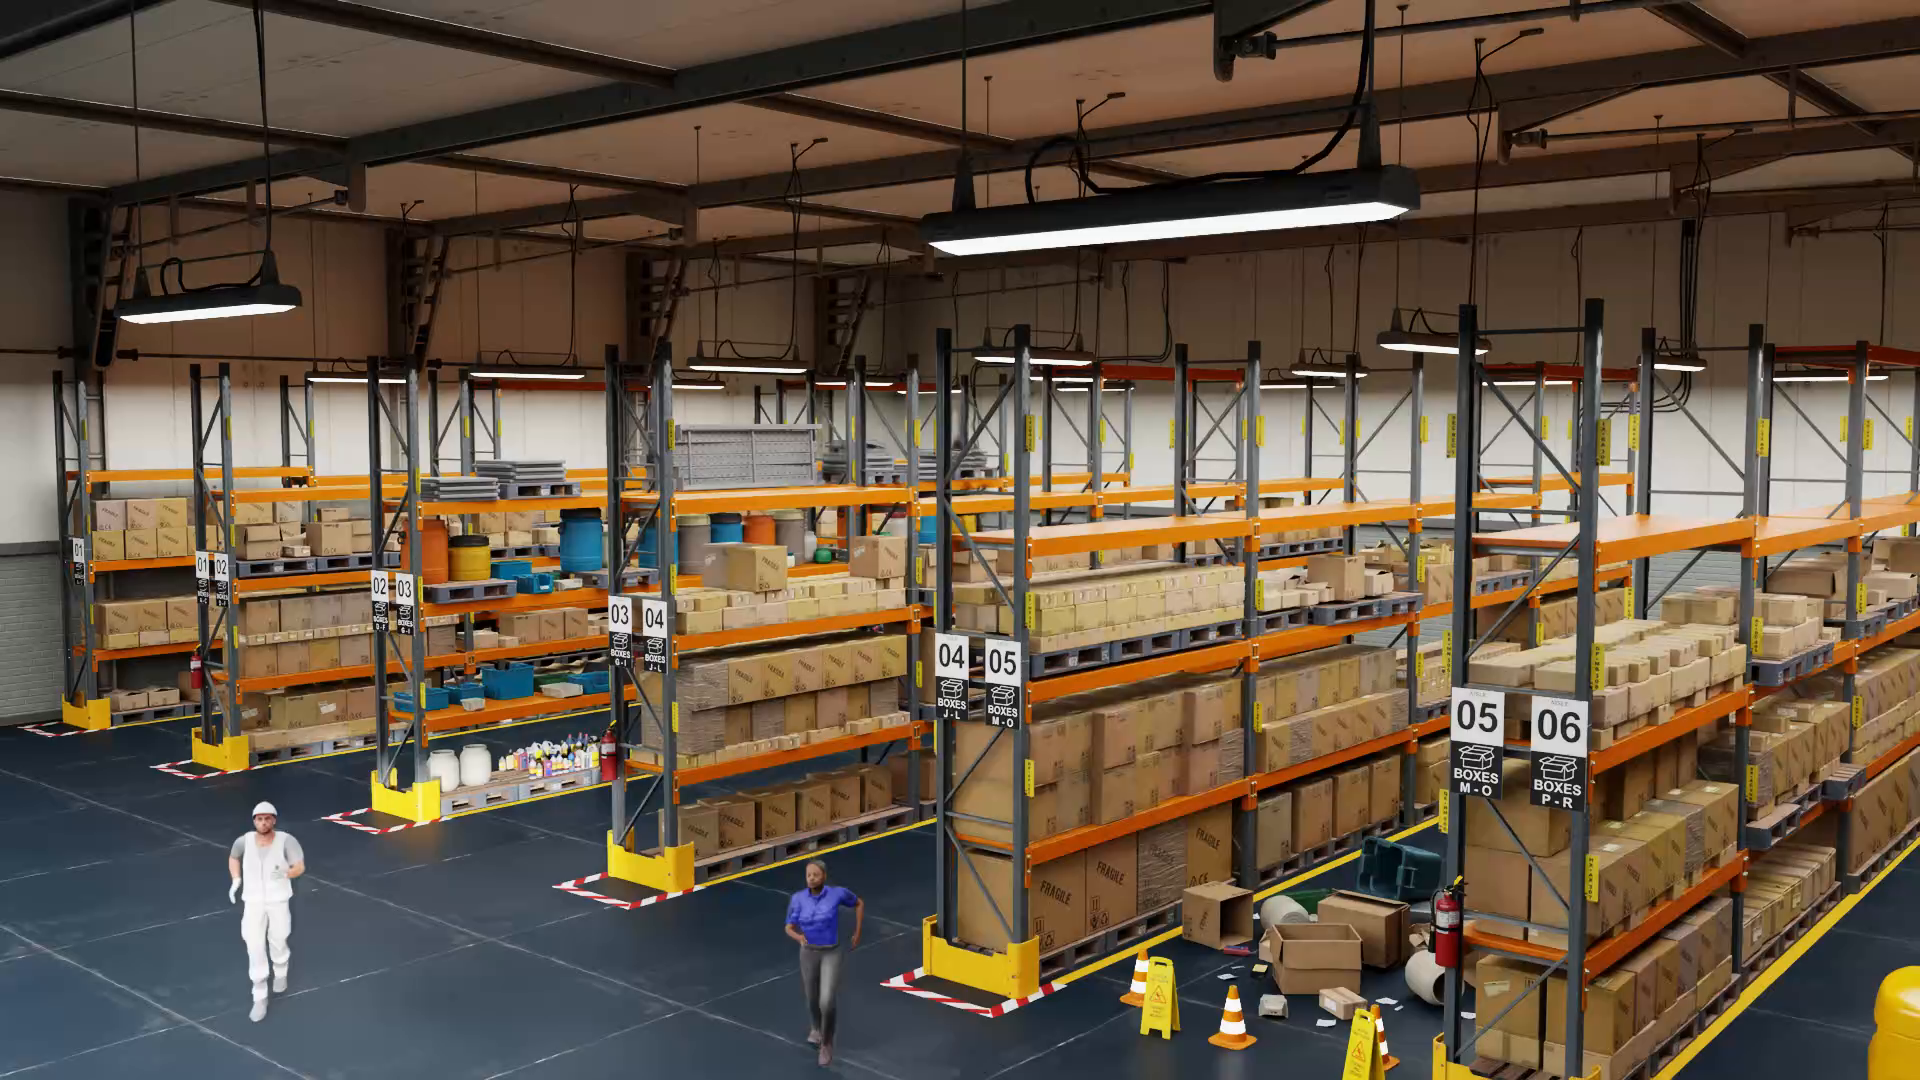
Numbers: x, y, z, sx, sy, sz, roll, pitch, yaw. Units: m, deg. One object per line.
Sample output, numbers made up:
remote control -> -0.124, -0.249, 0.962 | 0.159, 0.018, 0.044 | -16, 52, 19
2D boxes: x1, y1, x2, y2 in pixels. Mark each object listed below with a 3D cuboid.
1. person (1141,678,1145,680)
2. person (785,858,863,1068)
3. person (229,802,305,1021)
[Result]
person -> 2.580, 2.691, 23.121 | 0.607, 1.614, 0.551 | 3, 5, 33
person -> -1.098, 3.377, 13.373 | 0.583, 1.662, 0.852 | 1, 4, 8
person -> -6.102, 3.205, 14.647 | 0.640, 1.824, 0.814 | -1, 4, -17
